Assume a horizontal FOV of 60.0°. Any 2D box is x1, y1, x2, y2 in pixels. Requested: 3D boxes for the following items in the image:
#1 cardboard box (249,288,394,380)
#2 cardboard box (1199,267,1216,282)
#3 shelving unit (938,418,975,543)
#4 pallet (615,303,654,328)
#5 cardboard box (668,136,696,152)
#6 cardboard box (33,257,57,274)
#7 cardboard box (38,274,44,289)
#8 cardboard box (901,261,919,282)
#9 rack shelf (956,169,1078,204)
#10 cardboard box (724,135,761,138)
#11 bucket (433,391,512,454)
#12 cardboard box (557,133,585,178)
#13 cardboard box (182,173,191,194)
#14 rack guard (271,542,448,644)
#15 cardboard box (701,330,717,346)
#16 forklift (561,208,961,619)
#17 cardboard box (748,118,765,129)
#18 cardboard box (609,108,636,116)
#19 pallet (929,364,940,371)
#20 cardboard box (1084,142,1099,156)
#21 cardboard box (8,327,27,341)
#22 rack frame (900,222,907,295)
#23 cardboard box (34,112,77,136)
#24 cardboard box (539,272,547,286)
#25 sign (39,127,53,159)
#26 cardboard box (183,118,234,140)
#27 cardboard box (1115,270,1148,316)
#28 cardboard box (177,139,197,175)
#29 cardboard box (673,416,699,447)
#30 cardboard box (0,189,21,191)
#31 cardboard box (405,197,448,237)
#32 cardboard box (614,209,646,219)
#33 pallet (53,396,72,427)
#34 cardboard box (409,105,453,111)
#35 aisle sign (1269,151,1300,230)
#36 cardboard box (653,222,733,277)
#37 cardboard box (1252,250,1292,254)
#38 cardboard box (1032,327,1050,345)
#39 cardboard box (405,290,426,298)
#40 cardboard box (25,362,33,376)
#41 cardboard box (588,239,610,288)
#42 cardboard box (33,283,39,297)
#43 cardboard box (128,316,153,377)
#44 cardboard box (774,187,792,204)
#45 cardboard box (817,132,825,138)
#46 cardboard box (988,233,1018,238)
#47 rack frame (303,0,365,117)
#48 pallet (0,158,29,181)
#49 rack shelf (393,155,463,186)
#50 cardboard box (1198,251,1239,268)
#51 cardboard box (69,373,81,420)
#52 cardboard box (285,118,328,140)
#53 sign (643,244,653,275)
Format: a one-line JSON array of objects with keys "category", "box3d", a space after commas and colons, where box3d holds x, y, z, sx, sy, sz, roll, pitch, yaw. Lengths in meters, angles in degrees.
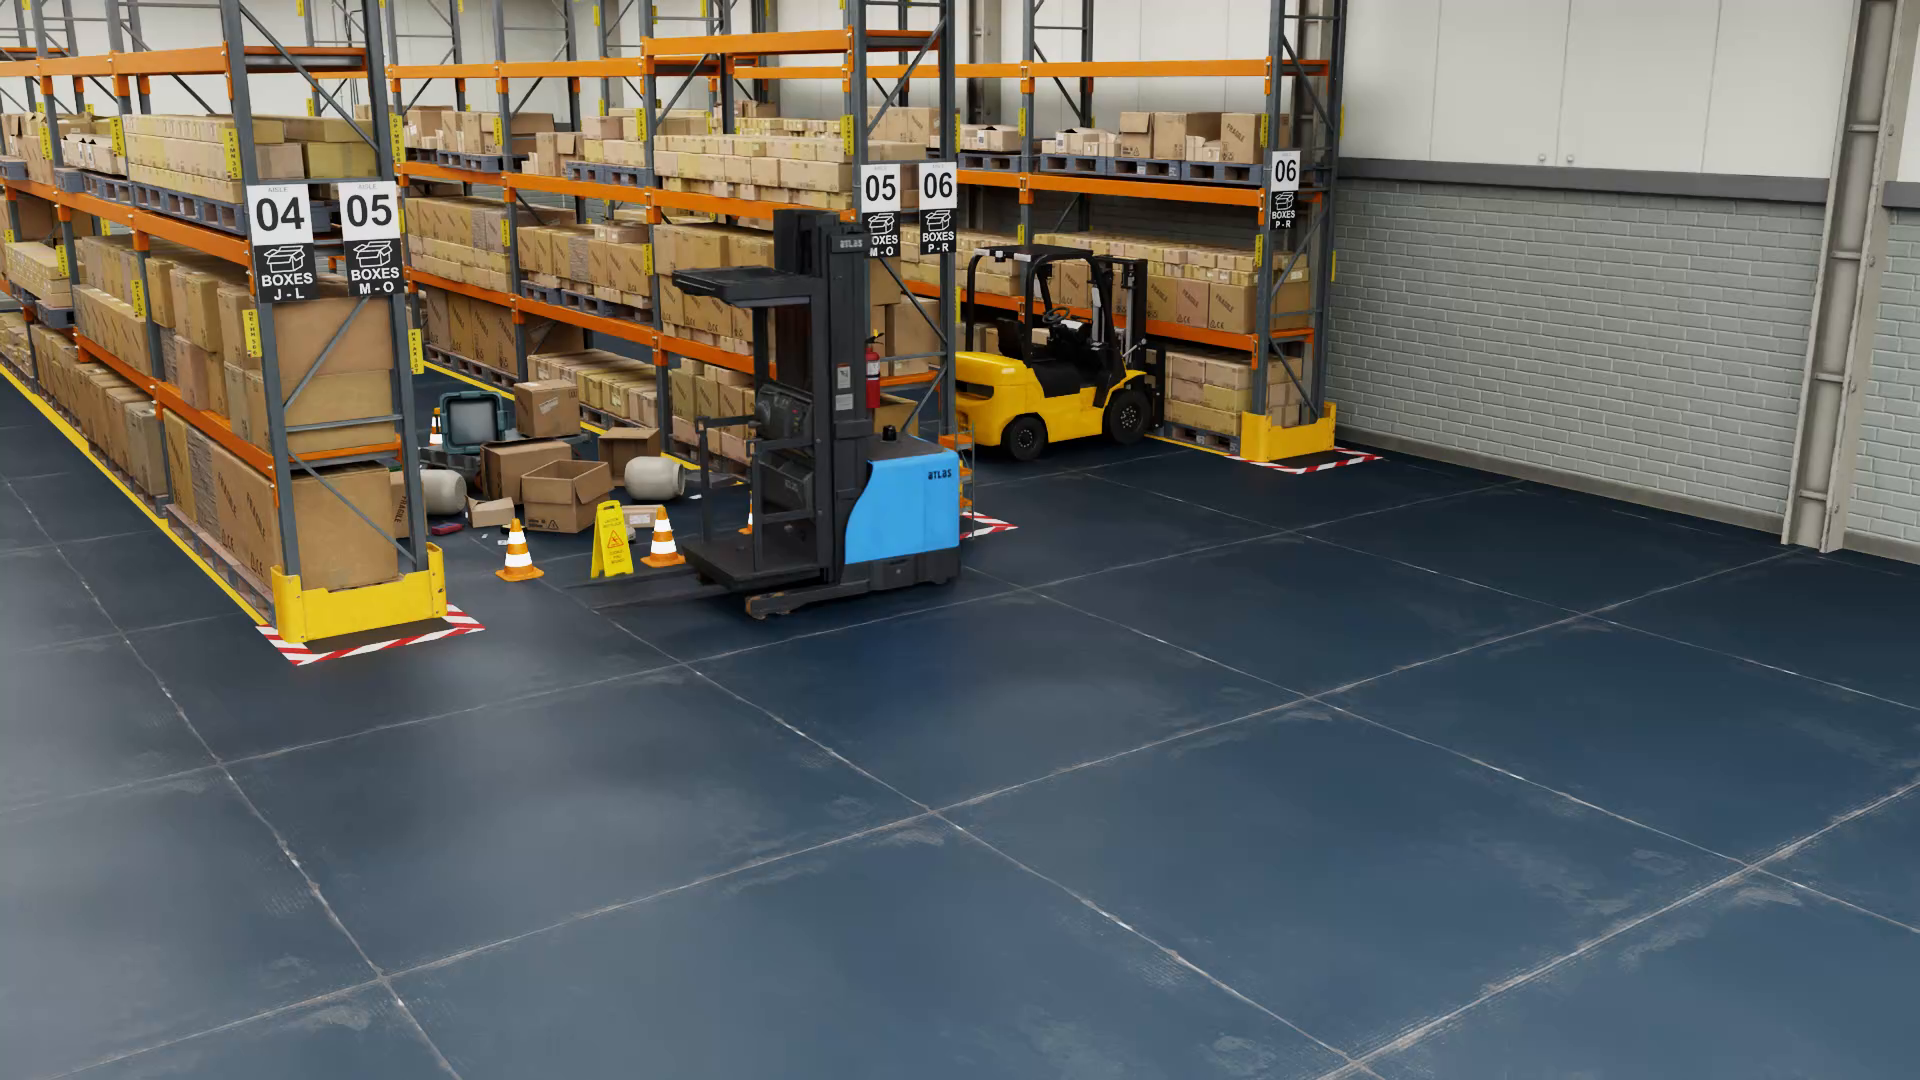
[{"category": "cardboard box", "box3d": [-4.611, -1.511, 12.085, 0.875, 0.550, 0.550, -11, 19, -35]}, {"category": "cardboard box", "box3d": [2.825, -2.900, 18.072, 0.380, 0.149, 0.250, -10, 18, -34]}, {"category": "shelving unit", "box3d": [-0.031, -0.518, 14.479, 0.215, 1.050, 0.252, -11, 19, -35]}, {"category": "pallet", "box3d": [-3.163, -2.570, 18.647, 1.003, 0.211, 1.213, -11, 19, -35]}, {"category": "cardboard box", "box3d": [-2.734, -4.018, 16.857, 0.380, 0.149, 0.250, -10, 18, -33]}, {"category": "cardboard box", "box3d": [-10.247, -3.109, 18.806, 0.380, 0.149, 0.250, -10, 18, -33]}, {"category": "cardboard box", "box3d": [-10.102, -2.913, 18.654, 0.380, 0.149, 0.250, -10, 18, -33]}, {"category": "cardboard box", "box3d": [-0.507, -3.680, 22.623, 0.500, 0.250, 0.500, -12, 19, -36]}, {"category": "rack shelf", "box3d": [0.005, -4.775, 22.020, 1.077, 0.370, 4.000, -11, 19, -35]}, {"category": "cardboard box", "box3d": [-2.173, -4.040, 16.938, 0.380, 0.149, 0.250, -10, 18, -33]}, {"category": "bucket", "box3d": [-4.831, -1.170, 16.489, 0.726, 0.611, 0.620, -4, 6, -15]}, {"category": "cardboard box", "box3d": [-4.263, -4.506, 19.480, 0.797, 0.503, 0.637, -11, 19, -35]}, {"category": "cardboard box", "box3d": [-5.640, -2.699, 12.563, 0.380, 0.149, 0.250, -11, 19, -34]}, {"category": "rack guard", "box3d": [-4.410, 0.378, 12.247, 1.175, 0.500, 0.348, -11, 19, -35]}, {"category": "cardboard box", "box3d": [-2.417, -2.082, 16.978, 0.380, 0.149, 0.250, -10, 18, -33]}, {"category": "forklift", "box3d": [-1.523, -0.983, 12.615, 3.031, 2.935, 1.130, -9, 18, -29]}, {"category": "cardboard box", "box3d": [-3.002, -6.341, 25.308, 0.380, 0.149, 0.250, -11, 19, -34]}, {"category": "cardboard box", "box3d": [-5.817, -7.436, 29.152, 0.500, 0.250, 0.500, -11, 19, -35]}, {"category": "pallet", "box3d": [-0.005, -2.315, 22.634, 1.003, 0.211, 1.213, -11, 19, -35]}, {"category": "cardboard box", "box3d": [1.651, -4.517, 19.207, 0.380, 0.149, 0.250, -10, 18, -33]}, {"category": "cardboard box", "box3d": [-12.726, -2.812, 22.646, 0.380, 0.149, 0.250, -12, 19, -36]}, {"category": "rack frame", "box3d": [-1.170, -4.102, 23.881, 1.000, 3.000, 0.127, -11, 19, -35]}, {"category": "cardboard box", "box3d": [-9.890, -4.558, 18.227, 0.396, 0.266, 0.258, -11, 19, -35]}, {"category": "cardboard box", "box3d": [-4.880, -3.183, 20.203, 0.380, 0.149, 0.250, -12, 20, -38]}, {"category": "sign", "box3d": [-9.568, -4.153, 17.407, 0.100, 0.325, 0.005, -11, 19, -35]}, {"category": "cardboard box", "box3d": [-5.492, -3.030, 12.262, 0.380, 0.149, 0.250, -11, 19, -34]}, {"category": "cardboard box", "box3d": [2.128, -2.833, 19.057, 0.500, 0.500, 0.500, -11, 19, -34]}, {"category": "cardboard box", "box3d": [-5.526, -2.877, 12.458, 0.500, 0.250, 0.500, -11, 19, -35]}, {"category": "cardboard box", "box3d": [-2.703, -1.185, 17.637, 0.500, 0.250, 0.500, -12, 19, -37]}, {"category": "cardboard box", "box3d": [-13.193, -4.565, 22.925, 0.500, 0.500, 0.500, -11, 19, -36]}, {"category": "cardboard box", "box3d": [-7.509, -4.577, 23.532, 0.500, 0.500, 0.500, -11, 19, -34]}, {"category": "cardboard box", "box3d": [-5.825, -5.743, 29.596, 0.500, 0.250, 0.500, -11, 19, -34]}, {"category": "pallet", "box3d": [-10.299, -1.623, 20.107, 1.003, 0.211, 1.213, -11, 19, -35]}, {"category": "cardboard box", "box3d": [-7.711, -6.089, 24.284, 0.500, 0.500, 0.500, -10, 18, -34]}, {"category": "aisle sign", "box3d": [3.334, -3.588, 17.079, 0.394, 0.787, 0.004, -11, 19, -35]}, {"category": "cardboard box", "box3d": [-2.748, -3.023, 17.292, 0.700, 0.500, 0.500, -11, 19, -35]}, {"category": "cardboard box", "box3d": [3.403, -3.070, 18.128, 0.380, 0.149, 0.250, -10, 18, -33]}, {"category": "cardboard box", "box3d": [1.212, -2.454, 20.381, 0.500, 0.250, 0.500, -11, 19, -35]}, {"category": "cardboard box", "box3d": [-8.873, -3.686, 26.420, 0.875, 0.438, 0.875, -10, 18, -33]}, {"category": "cardboard box", "box3d": [-11.986, -2.253, 21.731, 0.380, 0.149, 0.250, -11, 19, -34]}, {"category": "cardboard box", "box3d": [-3.880, -3.151, 18.857, 0.500, 0.500, 0.500, -10, 18, -33]}, {"category": "cardboard box", "box3d": [-10.389, -2.875, 19.080, 0.380, 0.149, 0.250, -12, 19, -37]}, {"category": "cardboard box", "box3d": [-7.299, -1.805, 15.299, 0.500, 0.500, 0.500, -11, 19, -35]}, {"category": "cardboard box", "box3d": [-1.497, -3.201, 15.384, 0.380, 0.149, 0.250, -11, 19, -35]}, {"category": "cardboard box", "box3d": [-1.844, -5.825, 24.025, 0.380, 0.149, 0.250, -10, 18, -33]}, {"category": "cardboard box", "box3d": [0.594, -3.945, 21.888, 0.380, 0.149, 0.250, -11, 19, -35]}, {"category": "rack frame", "box3d": [-9.887, -7.933, 26.513, 1.000, 3.000, 0.127, -11, 19, -35]}, {"category": "pallet", "box3d": [-10.591, -4.382, 19.577, 1.213, 0.211, 1.003, -11, 19, -35]}, {"category": "rack shelf", "box3d": [-8.711, -5.712, 25.443, 1.077, 0.370, 4.000, -11, 19, -35]}, {"category": "cardboard box", "box3d": [2.806, -3.041, 18.025, 0.380, 0.149, 0.250, -10, 18, -33]}, {"category": "cardboard box", "box3d": [-9.726, -1.638, 18.817, 0.500, 0.500, 0.500, -11, 19, -35]}, {"category": "cardboard box", "box3d": [-4.808, -3.077, 12.433, 0.380, 0.149, 0.250, -11, 19, -34]}, {"category": "sign", "box3d": [-3.278, -2.948, 17.472, 0.100, 0.325, 0.005, -11, 19, -35]}]
